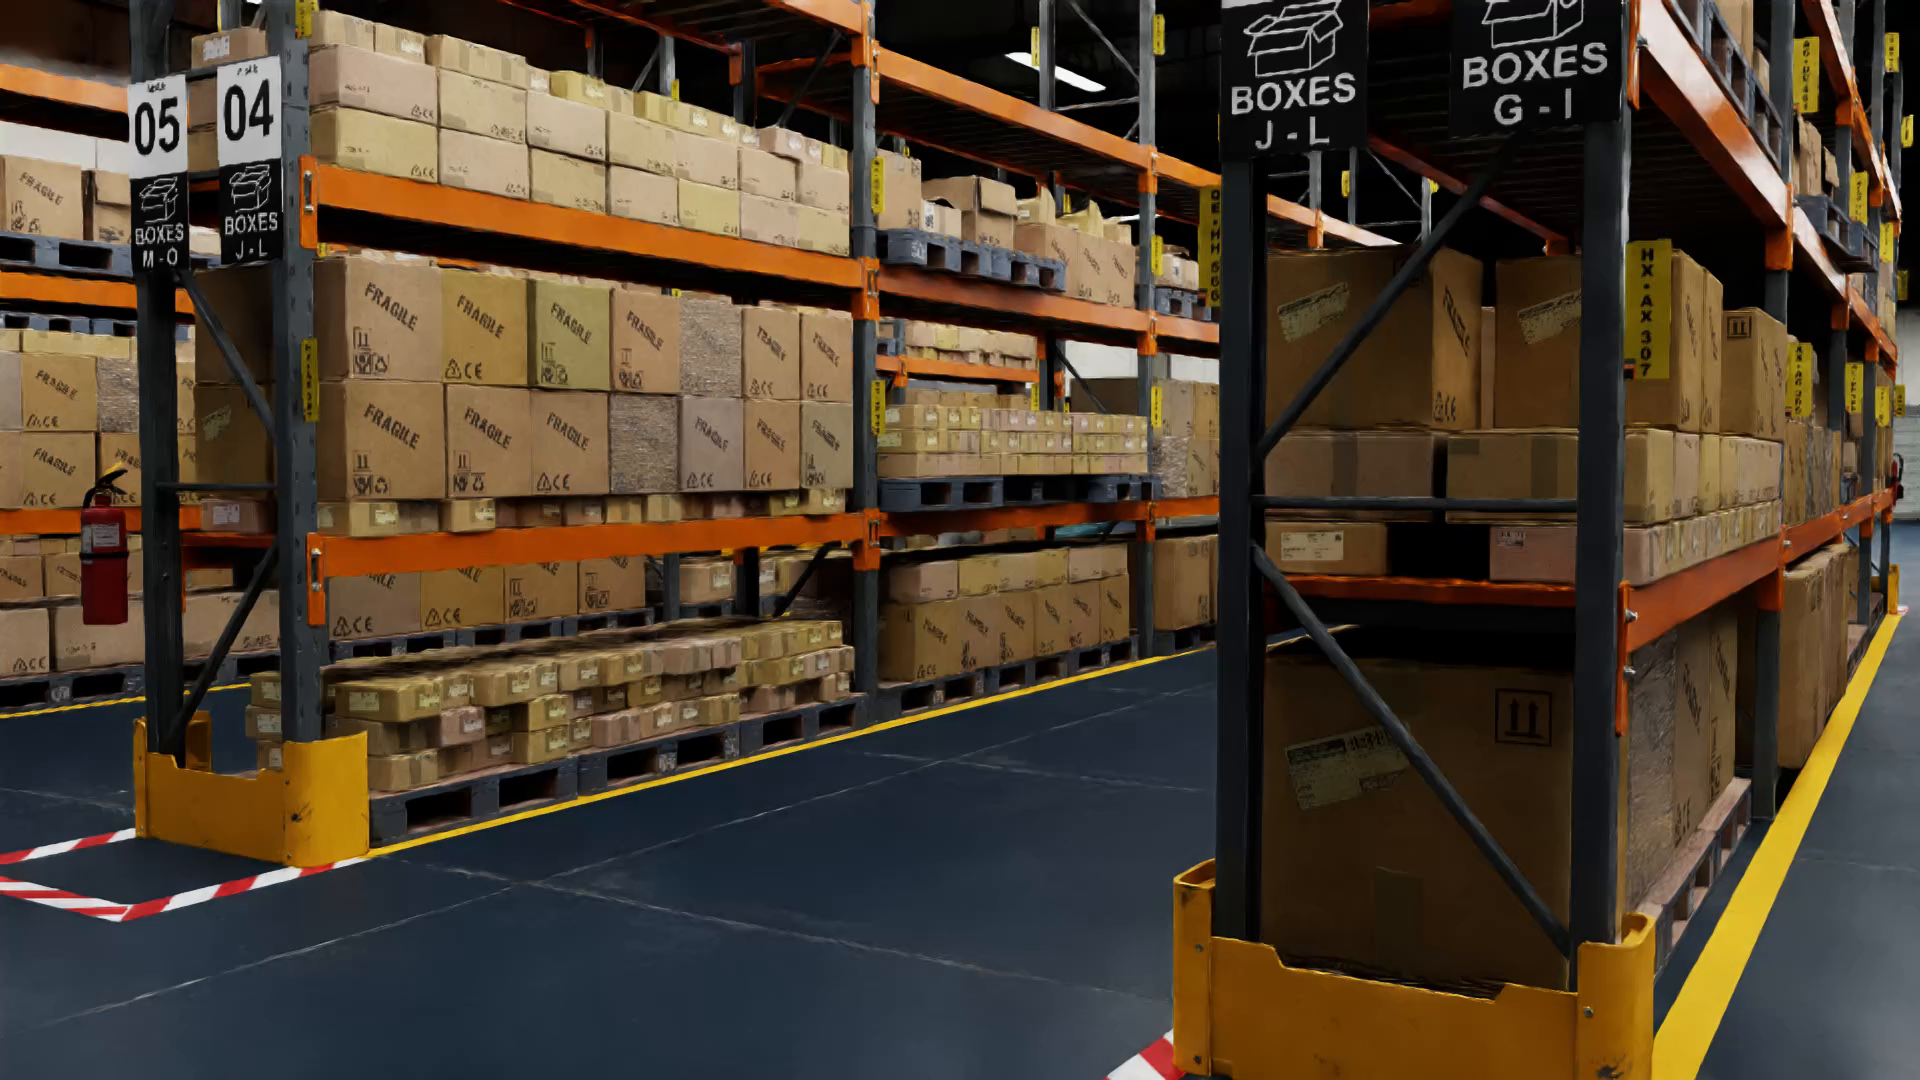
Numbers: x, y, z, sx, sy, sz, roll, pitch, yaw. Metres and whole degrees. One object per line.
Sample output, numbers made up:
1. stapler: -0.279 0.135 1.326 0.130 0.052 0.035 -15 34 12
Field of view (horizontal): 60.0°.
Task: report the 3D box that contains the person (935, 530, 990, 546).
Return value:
1. person: 0.079 -0.112 16.897 0.664 1.710 0.664 -1 3 -11
